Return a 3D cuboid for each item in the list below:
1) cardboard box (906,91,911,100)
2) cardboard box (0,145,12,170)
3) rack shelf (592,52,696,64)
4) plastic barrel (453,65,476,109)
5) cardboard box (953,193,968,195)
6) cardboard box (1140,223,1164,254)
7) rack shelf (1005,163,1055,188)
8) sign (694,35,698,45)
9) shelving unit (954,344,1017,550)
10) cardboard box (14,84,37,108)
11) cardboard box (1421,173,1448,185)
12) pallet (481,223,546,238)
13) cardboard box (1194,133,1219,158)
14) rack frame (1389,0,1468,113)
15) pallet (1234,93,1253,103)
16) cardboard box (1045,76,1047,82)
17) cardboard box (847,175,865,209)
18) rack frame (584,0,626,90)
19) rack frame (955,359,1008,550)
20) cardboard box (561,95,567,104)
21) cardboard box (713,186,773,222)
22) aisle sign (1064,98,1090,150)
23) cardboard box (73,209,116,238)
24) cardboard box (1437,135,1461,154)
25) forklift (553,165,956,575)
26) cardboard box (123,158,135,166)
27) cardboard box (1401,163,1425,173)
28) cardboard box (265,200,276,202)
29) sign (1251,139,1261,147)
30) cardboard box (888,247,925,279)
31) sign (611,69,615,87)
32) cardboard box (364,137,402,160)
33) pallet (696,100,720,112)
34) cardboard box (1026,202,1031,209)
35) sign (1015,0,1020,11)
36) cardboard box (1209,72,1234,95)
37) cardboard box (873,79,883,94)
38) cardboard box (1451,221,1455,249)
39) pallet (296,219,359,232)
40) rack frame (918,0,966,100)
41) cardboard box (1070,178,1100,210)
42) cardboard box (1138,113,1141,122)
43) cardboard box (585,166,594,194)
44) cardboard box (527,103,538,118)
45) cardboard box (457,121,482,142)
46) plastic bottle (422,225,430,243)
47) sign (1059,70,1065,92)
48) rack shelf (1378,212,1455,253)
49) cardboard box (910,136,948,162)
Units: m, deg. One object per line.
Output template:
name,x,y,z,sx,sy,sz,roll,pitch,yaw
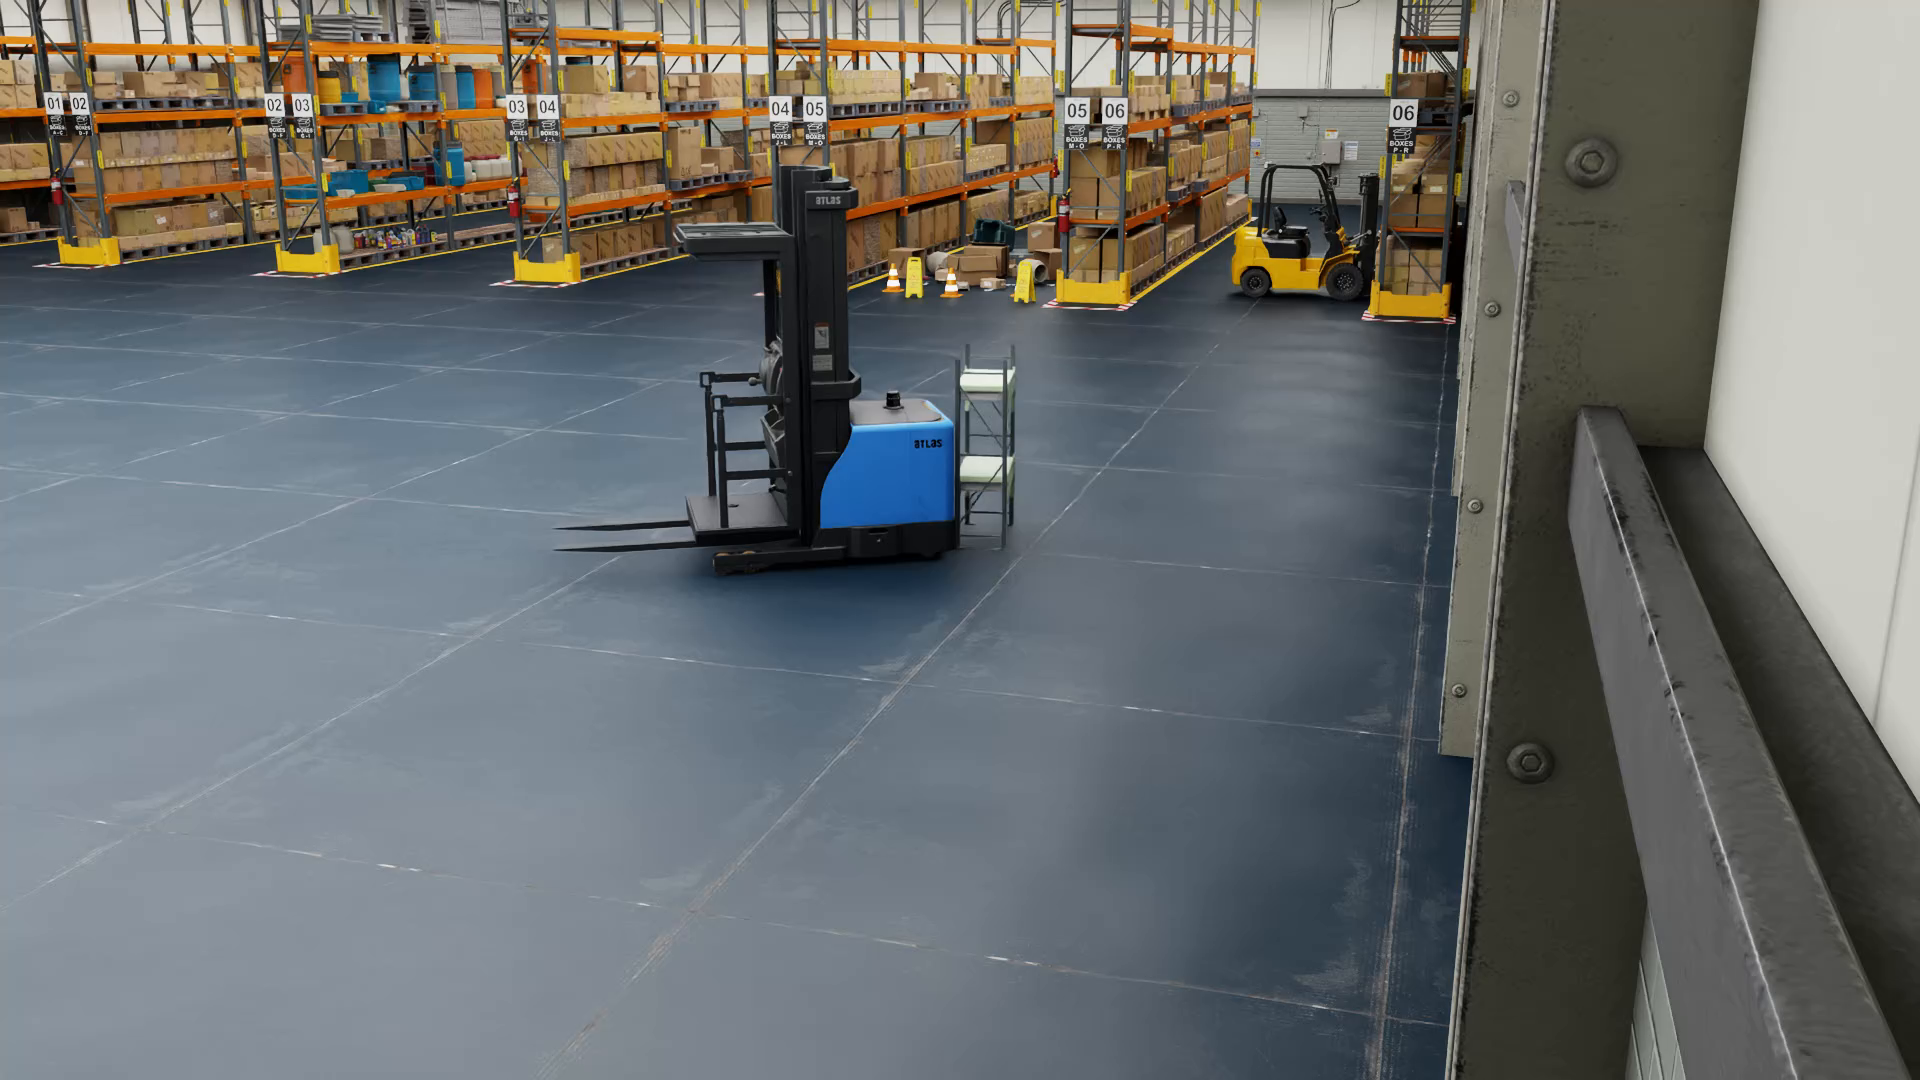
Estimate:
cardboard box,-1.093,-8.455,31.439,0.258,0.266,0.396,4,16,15
cardboard box,-20.605,-8.140,35.396,0.500,0.500,0.500,4,16,14
rack shelf,-8.137,-12.447,42.774,1.077,0.370,4.000,5,16,16
plastic barrel,-10.671,-9.660,35.473,0.600,0.901,0.708,5,16,16
cardboard box,-0.131,-7.559,36.919,0.500,0.250,0.500,5,17,17
cardboard box,3.360,-5.395,29.749,0.500,0.500,0.500,4,16,15
rack shelf,1.338,-8.958,40.734,1.077,0.370,4.000,5,16,16
sign,-7.037,-13.315,44.374,0.100,0.325,0.005,5,16,16
shelving unit,0.203,-0.751,13.228,0.431,1.500,0.755,2,16,6
cardboard box,-20.385,-9.600,35.963,0.500,0.500,0.500,5,17,17
cardboard box,7.195,-5.475,25.218,0.380,0.149,0.250,4,16,15
pallet,-10.100,-6.989,37.582,1.003,0.211,1.213,5,16,16
cardboard box,5.223,-8.413,35.478,0.500,0.500,0.500,5,17,17
rack frame,6.894,-7.787,24.291,1.000,3.000,0.127,5,16,16
pallet,6.480,-10.676,40.137,1.003,0.211,1.213,5,16,16
cardboard box,1.950,-11.463,41.376,0.380,0.149,0.250,5,17,17
cardboard box,-2.163,-6.097,29.053,0.875,0.550,0.550,5,16,16
rack frame,-8.706,-12.463,40.776,1.000,3.000,0.127,5,16,16
rack frame,0.163,-0.652,12.878,0.400,1.500,0.023,2,16,6
cardboard box,-7.067,-7.670,28.920,0.380,0.149,0.250,5,16,15
cardboard box,-4.878,-7.505,37.415,1.225,0.875,0.875,4,16,13
aisle sign,1.839,-6.541,26.130,0.394,0.787,0.004,5,16,16
cardboard box,-16.997,-6.225,32.676,0.500,0.500,0.500,5,16,16
cardboard box,10.983,-8.841,37.356,0.500,0.500,0.500,4,16,14
forklift,-1.604,-1.307,12.567,3.031,2.935,1.130,-4,16,-13
cardboard box,-16.401,-7.403,32.559,0.380,0.149,0.250,5,16,16
cardboard box,7.605,-6.247,27.940,0.380,0.149,0.250,4,16,15
cardboard box,-15.455,-7.544,37.671,0.500,0.311,0.500,4,16,15
sign,8.232,-11.097,46.461,0.327,0.218,0.001,5,16,16
cardboard box,-0.961,-5.001,30.041,0.500,0.500,0.500,8,18,25
sign,-6.763,-9.023,32.477,0.100,0.325,0.005,5,16,16
cardboard box,-14.077,-9.563,40.595,0.700,0.500,0.500,8,18,26
pallet,-5.661,-8.877,33.976,1.213,0.211,1.003,5,16,16
cardboard box,1.513,-8.166,40.533,0.380,0.149,0.250,4,16,15
sign,1.304,-12.151,37.677,0.100,0.325,0.005,5,16,16
cardboard box,5.913,-10.303,37.523,0.500,0.500,0.500,5,17,17
cardboard box,-1.685,-8.041,29.461,0.500,0.250,0.500,4,16,15
cardboard box,9.556,-6.081,33.084,0.500,0.500,0.500,5,17,18
pallet,-14.862,-7.361,38.895,1.003,0.211,1.213,5,16,16
rack frame,-0.367,-10.621,34.283,1.000,3.000,0.127,5,16,16
cardboard box,2.024,-5.639,26.984,0.500,0.500,0.500,4,16,15
cardboard box,2.755,-6.947,27.288,0.380,0.149,0.250,4,16,14
cardboard box,-7.157,-6.526,30.112,0.875,0.500,0.500,5,16,16
cardboard box,-7.474,-7.570,29.297,0.500,0.250,0.500,5,17,17
cardboard box,-12.904,-10.727,43.636,0.500,0.500,0.500,4,16,14
plastic bottle,-10.886,-6.230,33.844,0.144,0.351,0.185,4,16,14
sign,1.608,-7.202,26.103,0.100,0.325,0.005,5,16,16
rack shelf,7.463,-5.078,27.052,1.077,0.370,4.000,5,16,16
cardboard box,-0.646,-8.015,34.074,0.700,0.500,0.500,4,16,15
